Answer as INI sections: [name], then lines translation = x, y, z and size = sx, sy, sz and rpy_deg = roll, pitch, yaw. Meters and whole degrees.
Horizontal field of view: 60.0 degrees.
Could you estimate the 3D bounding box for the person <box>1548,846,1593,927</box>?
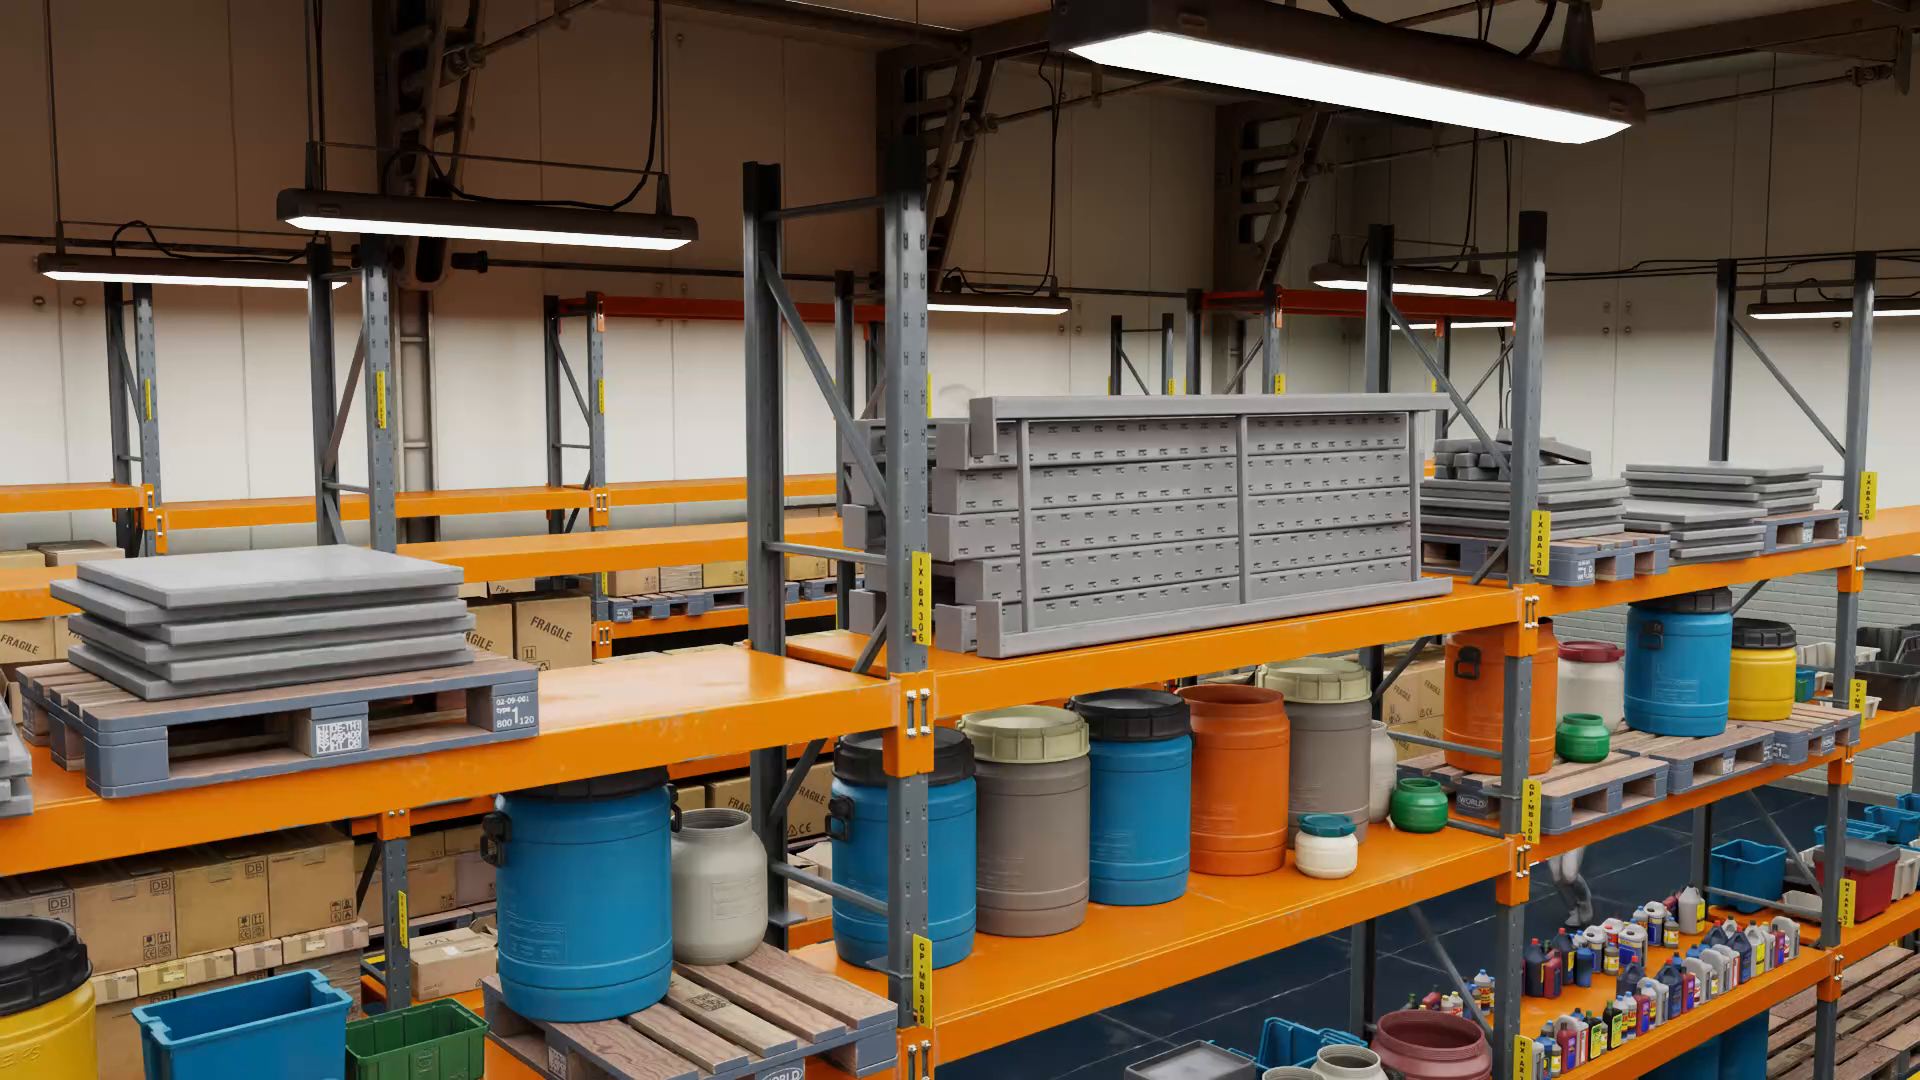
[person]
translation = 5.726, 2.799, 15.728
size = 0.577, 1.708, 0.700
rpy_deg = -5, 8, -45
